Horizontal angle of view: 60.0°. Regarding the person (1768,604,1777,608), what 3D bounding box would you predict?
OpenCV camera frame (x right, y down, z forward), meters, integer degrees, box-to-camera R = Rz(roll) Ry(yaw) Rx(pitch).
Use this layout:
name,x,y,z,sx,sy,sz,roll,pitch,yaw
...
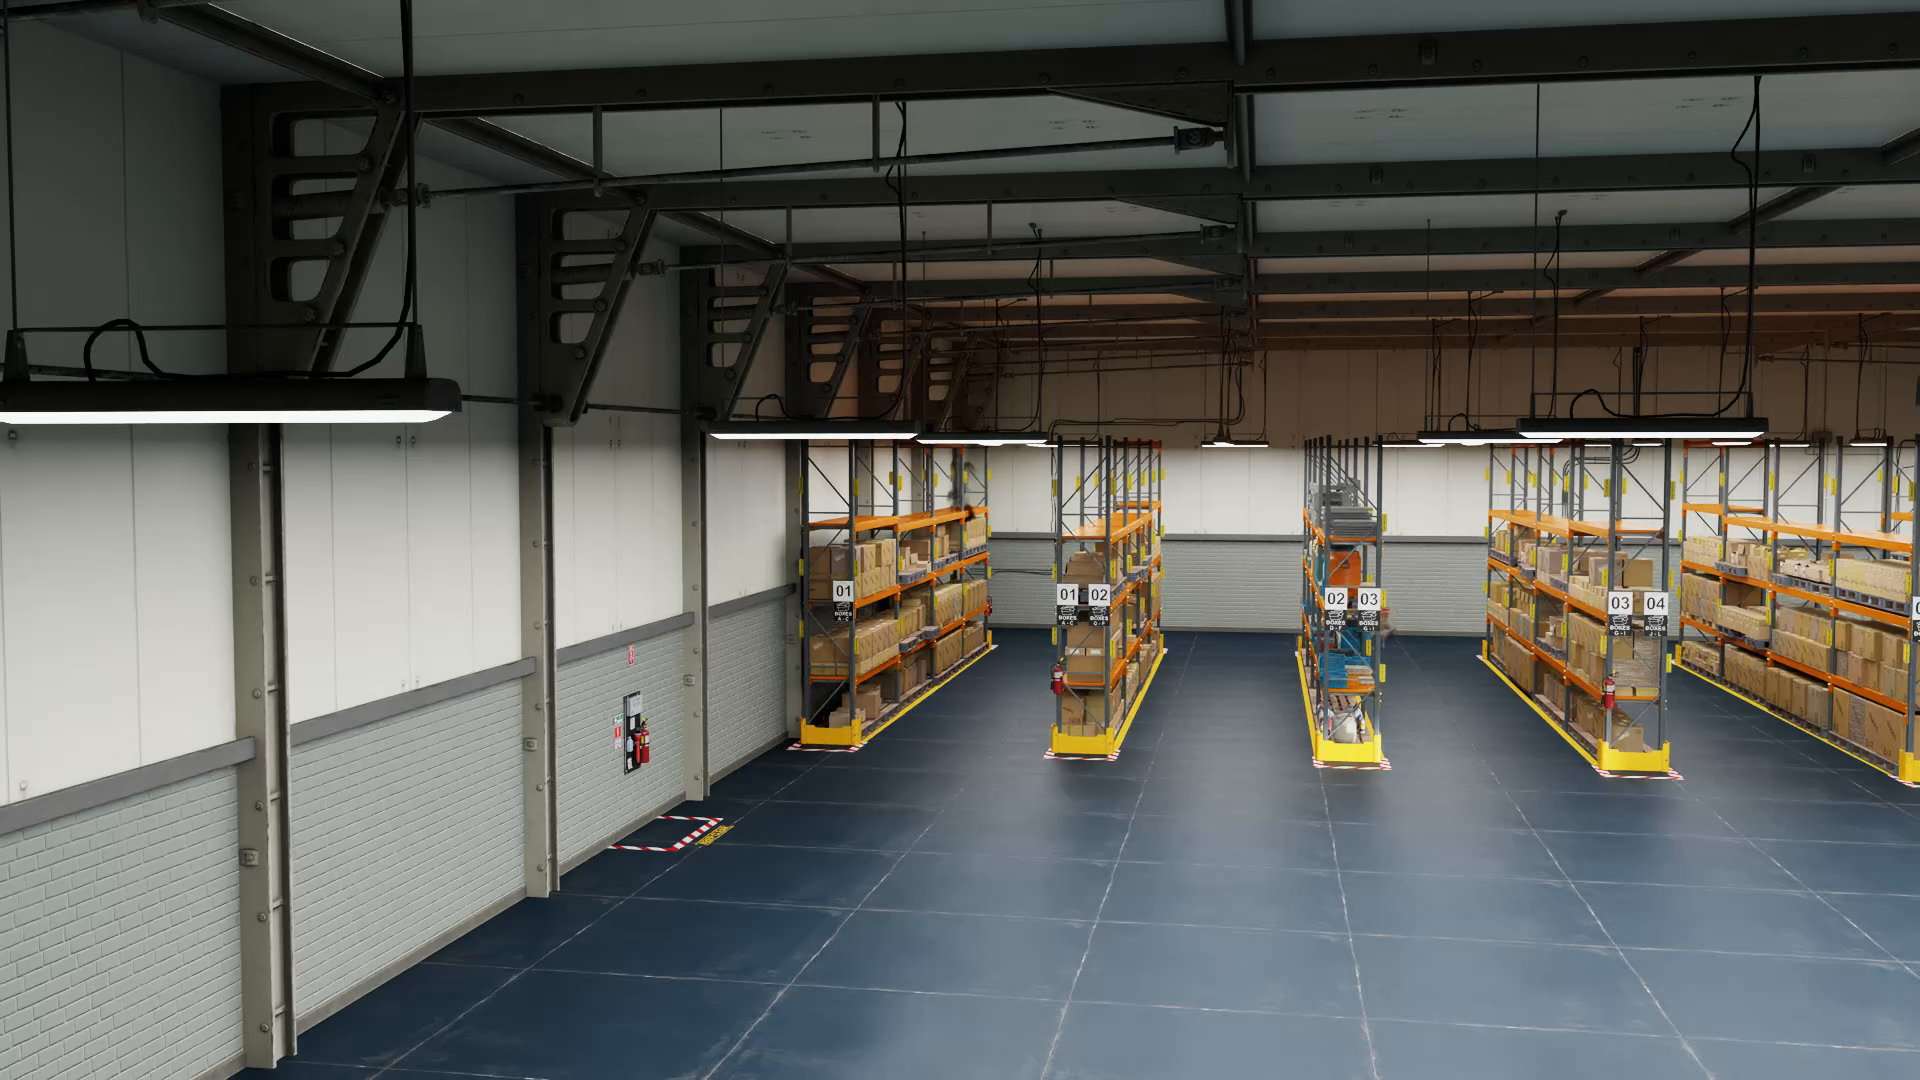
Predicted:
name,x,y,z,sx,sy,sz,roll,pitch,yaw
person,22.126,2.451,45.325,0.873,1.599,0.529,1,3,11

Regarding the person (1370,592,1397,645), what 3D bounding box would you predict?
name,x,y,z,sx,sy,sz,roll,pitch,yaw
person,12.148,2.227,47.764,0.844,1.579,0.680,2,4,32
